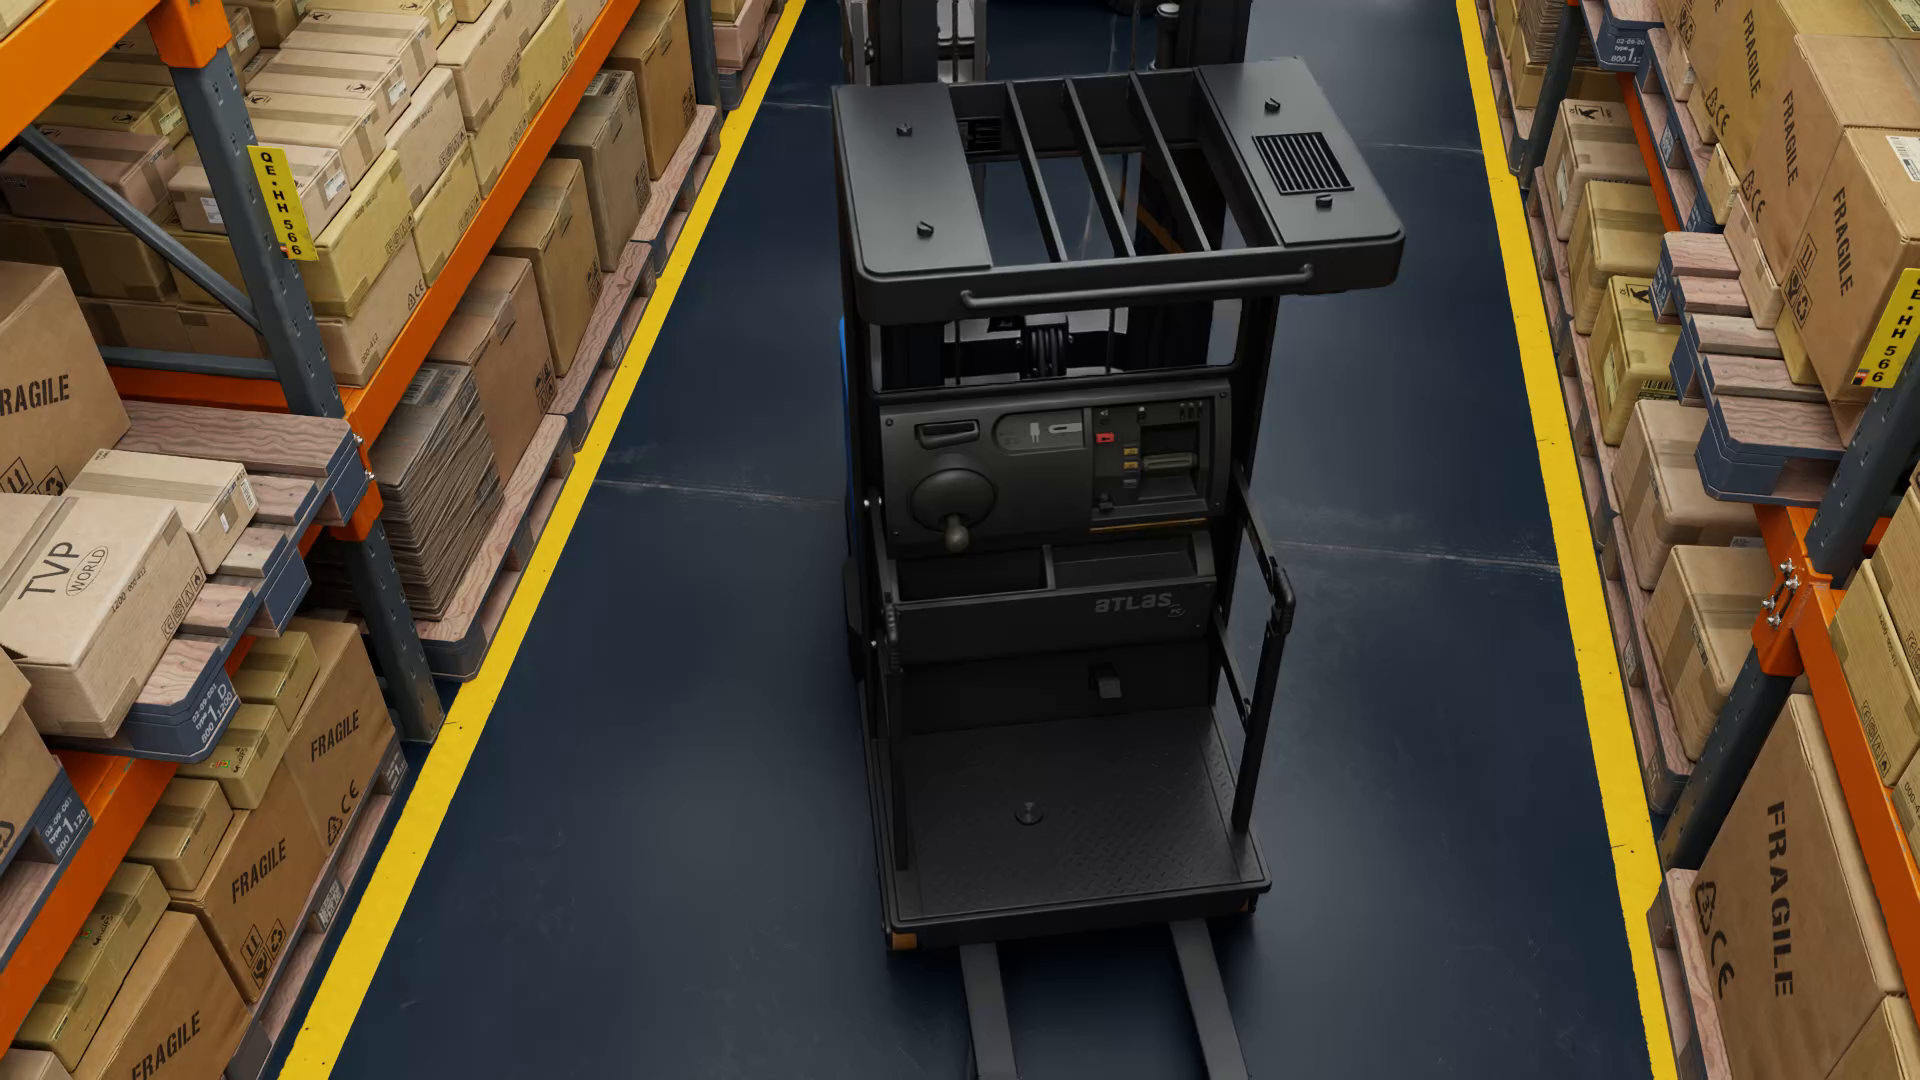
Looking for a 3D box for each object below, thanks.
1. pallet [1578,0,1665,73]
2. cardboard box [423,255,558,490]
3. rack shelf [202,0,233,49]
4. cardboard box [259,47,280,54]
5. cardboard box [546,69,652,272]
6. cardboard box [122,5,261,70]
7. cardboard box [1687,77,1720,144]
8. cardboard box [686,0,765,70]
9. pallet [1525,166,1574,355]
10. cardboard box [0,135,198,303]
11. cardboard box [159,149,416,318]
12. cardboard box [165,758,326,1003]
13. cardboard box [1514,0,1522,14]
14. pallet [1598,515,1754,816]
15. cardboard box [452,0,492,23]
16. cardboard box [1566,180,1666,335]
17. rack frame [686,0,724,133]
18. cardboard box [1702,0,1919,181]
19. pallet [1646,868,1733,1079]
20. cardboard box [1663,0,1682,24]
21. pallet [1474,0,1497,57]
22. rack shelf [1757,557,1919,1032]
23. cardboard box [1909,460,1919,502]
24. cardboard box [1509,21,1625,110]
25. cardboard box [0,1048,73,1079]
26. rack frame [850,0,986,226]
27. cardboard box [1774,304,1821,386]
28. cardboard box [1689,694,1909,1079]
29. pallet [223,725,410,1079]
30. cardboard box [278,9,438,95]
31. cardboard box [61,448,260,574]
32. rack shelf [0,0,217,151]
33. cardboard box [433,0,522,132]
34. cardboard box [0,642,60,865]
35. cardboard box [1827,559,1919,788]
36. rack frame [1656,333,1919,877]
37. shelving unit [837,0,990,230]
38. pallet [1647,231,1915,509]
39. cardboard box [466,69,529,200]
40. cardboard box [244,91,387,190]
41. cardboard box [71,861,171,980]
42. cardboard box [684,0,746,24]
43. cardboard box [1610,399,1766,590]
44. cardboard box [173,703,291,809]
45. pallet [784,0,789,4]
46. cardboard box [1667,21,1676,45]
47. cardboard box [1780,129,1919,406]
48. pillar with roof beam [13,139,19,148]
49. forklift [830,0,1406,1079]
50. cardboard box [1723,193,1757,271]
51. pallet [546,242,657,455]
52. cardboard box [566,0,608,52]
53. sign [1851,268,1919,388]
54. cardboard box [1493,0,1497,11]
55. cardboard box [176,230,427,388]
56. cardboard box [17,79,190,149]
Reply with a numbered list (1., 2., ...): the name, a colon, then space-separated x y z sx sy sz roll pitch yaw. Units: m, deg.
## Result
1. pallet: 2.965 -2.193 6.524 1.003 0.211 1.213 5 44 6
2. cardboard box: -2.065 -0.653 6.179 0.875 0.625 0.625 7 44 7
3. rack shelf: -1.975 -2.684 5.244 1.077 0.370 4.000 5 44 6
4. cardboard box: -2.320 -1.641 5.547 0.500 0.250 0.500 5 44 5
5. cardboard box: -1.878 -1.624 7.205 0.875 0.625 0.625 5 44 5
6. cardboard box: -2.415 -1.538 5.148 0.380 0.149 0.250 4 44 5
7. cardboard box: 2.618 -1.413 5.438 0.380 0.149 0.250 4 44 4
8. cardboard box: -1.318 -2.672 8.585 0.500 0.250 0.500 6 44 6
9. pallet: 3.109 -1.227 7.392 1.003 0.211 1.213 5 44 6
10. cardboard box: -2.455 -0.951 4.818 0.500 0.250 0.500 6 44 6
11. cardboard box: -1.914 -0.898 4.762 0.500 0.250 0.500 5 44 5
12. cardboard box: -2.159 0.910 4.619 0.500 0.500 0.500 5 44 5
13. cardboard box: 3.088 -2.971 8.355 0.500 0.500 0.500 6 44 6
14. pallet: 2.786 0.436 5.636 1.003 0.211 1.213 5 44 6
15. cardboard box: -1.745 -1.835 5.462 0.380 0.149 0.250 6 44 6
16. cardboard box: 3.052 -1.120 6.857 0.950 0.372 0.625 8 44 8
17. rack frame: -1.710 -3.219 7.468 1.000 3.000 0.127 5 44 6
18. cardboard box: 2.589 -1.373 4.924 0.500 0.500 0.500 3 43 3
19. pallet: 2.502 1.499 4.513 1.003 0.211 1.213 5 44 6
20. cardboard box: 2.719 -2.096 5.688 0.500 0.500 0.500 5 44 5
21. pallet: 3.423 -3.052 9.320 1.003 0.211 1.213 5 44 6
22. rack shelf: 2.417 1.580 2.923 1.077 0.370 4.000 5 44 6
23. cardboard box: 2.374 -0.129 3.405 0.500 0.500 0.500 4 44 4
24. cardboard box: 3.022 -2.351 8.246 0.500 0.250 0.500 7 44 7
25. cardboard box: -2.257 1.288 3.749 0.380 0.149 0.250 3 44 4
26. rack frame: -0.121 -0.832 5.601 0.400 2.100 0.015 -5 44 -5
27. cardboard box: 2.455 -0.539 4.515 0.380 0.149 0.250 6 44 6
28. cardboard box: 2.508 1.038 4.212 0.875 0.875 0.875 5 44 5
29. pallet: -2.375 1.025 5.014 1.003 0.211 1.213 5 44 6
30. cardboard box: -1.841 -1.494 5.101 0.380 0.149 0.250 6 44 6
31. cardboard box: -1.946 -0.071 4.021 0.380 0.149 0.250 6 44 6
32. rack shelf: -2.504 0.043 2.365 1.077 0.370 4.000 5 44 6
33. cardboard box: -1.784 -1.596 5.499 0.500 0.250 0.500 4 44 4
34. cardboard box: -2.272 0.447 3.216 0.797 0.503 0.637 4 44 5
35. cardboard box: 2.367 0.321 3.838 0.500 0.250 0.500 5 44 5
36. rack frame: 2.681 -0.044 4.115 1.000 3.000 0.127 5 44 6
37. shelving unit: -0.153 -0.998 5.777 0.431 2.100 0.503 -5 44 -5
38. pallet: 2.670 -0.470 4.704 1.213 0.211 1.003 5 44 6
39. cardboard box: -1.806 -1.412 5.669 0.500 0.250 0.500 4 44 4
40. cardboard box: -1.871 -1.137 4.724 0.380 0.149 0.250 6 44 6
41. cardboard box: -2.217 0.927 4.130 0.380 0.149 0.250 6 44 7
42. cardboard box: -1.340 -2.856 8.415 0.500 0.250 0.500 5 44 5
43. cardboard box: 2.856 -0.130 5.811 0.950 0.372 0.625 4 44 5
44. cardboard box: -2.059 0.576 4.501 0.380 0.149 0.250 3 44 3
45. pallet: -1.405 -3.578 9.875 1.003 0.211 1.213 5 44 6
46. cardboard box: 2.711 -1.774 5.819 0.380 0.149 0.250 6 44 6
47. cardboard box: 2.466 -0.676 4.188 0.500 0.500 0.500 4 44 4
48. pillar with roof beam: 1.307 -3.250 3.137 9.100 9.000 0.400 5 44 6
49. forklift: 0.287 -0.105 4.229 1.130 2.935 3.031 -5 44 -5
50. cardboard box: 2.485 -0.886 4.881 0.380 0.149 0.250 3 44 4
51. pallet: -1.928 -0.867 7.012 1.003 0.211 1.213 5 44 6
52. cardboard box: -1.675 -2.118 6.414 0.500 0.250 0.500 5 44 6
53. sign: 2.142 -0.478 3.789 0.100 0.325 0.005 5 44 6
54. cardboard box: 3.154 -3.061 8.996 0.500 0.250 0.500 6 44 6
55. cardboard box: -1.938 -0.718 4.936 0.500 0.250 0.500 5 44 6
56. cardboard box: -2.473 -1.193 4.784 0.380 0.149 0.250 6 44 7
